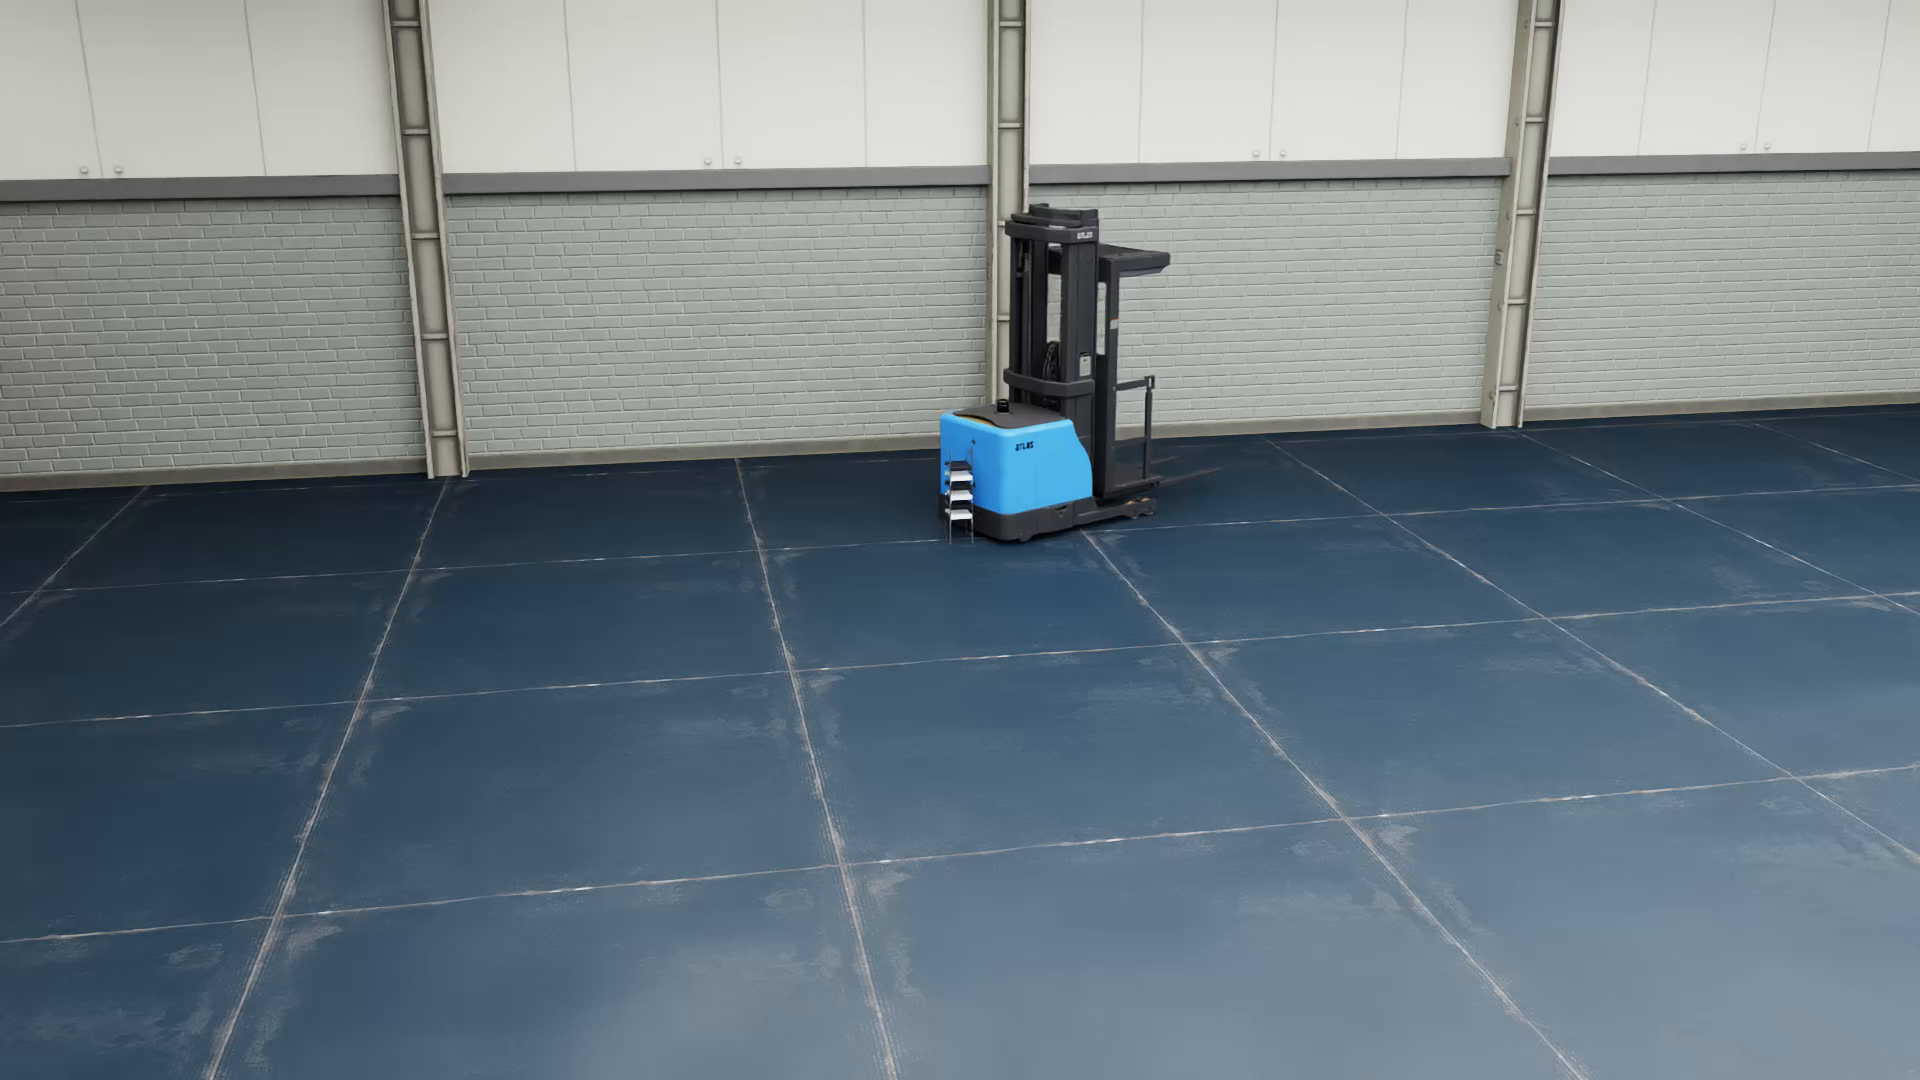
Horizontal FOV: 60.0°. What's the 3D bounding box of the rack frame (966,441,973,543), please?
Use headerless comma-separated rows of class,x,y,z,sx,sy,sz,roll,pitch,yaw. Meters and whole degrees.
rack frame,0.084,-0.435,15.134,0.006,0.900,0.240,-4,18,-13

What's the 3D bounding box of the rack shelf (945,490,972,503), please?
rack shelf,-0.015,-0.397,15.121,0.200,0.077,0.258,-4,18,-13

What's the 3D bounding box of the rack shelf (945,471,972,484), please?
rack shelf,-0.014,-0.569,15.068,0.200,0.077,0.258,-4,18,-13

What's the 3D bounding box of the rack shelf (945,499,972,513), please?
rack shelf,-0.015,-0.311,15.148,0.200,0.077,0.258,-4,18,-13

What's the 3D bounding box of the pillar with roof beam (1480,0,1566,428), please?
pillar with roof beam,7.218,-4.425,14.329,0.400,9.000,9.100,-3,17,-10

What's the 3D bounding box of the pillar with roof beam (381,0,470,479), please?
pillar with roof beam,-4.564,-3.756,12.153,0.400,9.000,9.100,-3,17,-10

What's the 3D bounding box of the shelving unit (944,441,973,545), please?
shelving unit,-0.015,-0.429,15.111,0.210,0.900,0.258,-4,18,-13

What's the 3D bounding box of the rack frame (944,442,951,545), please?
rack frame,-0.113,-0.422,15.089,0.006,0.900,0.240,-4,18,-13

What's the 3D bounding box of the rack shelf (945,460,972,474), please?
rack shelf,-0.014,-0.655,15.042,0.200,0.077,0.258,-4,18,-13

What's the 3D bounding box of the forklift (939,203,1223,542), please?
forklift,1.272,-1.712,15.833,3.031,2.935,1.130,-13,21,-36

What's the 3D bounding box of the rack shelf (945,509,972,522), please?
rack shelf,-0.015,-0.225,15.174,0.200,0.077,0.258,-4,18,-13

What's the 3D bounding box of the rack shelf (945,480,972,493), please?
rack shelf,-0.015,-0.483,15.095,0.200,0.077,0.258,-4,18,-13

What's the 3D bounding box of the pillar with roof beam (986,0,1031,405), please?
pillar with roof beam,1.327,-4.090,13.241,0.400,9.000,9.100,-3,17,-10
